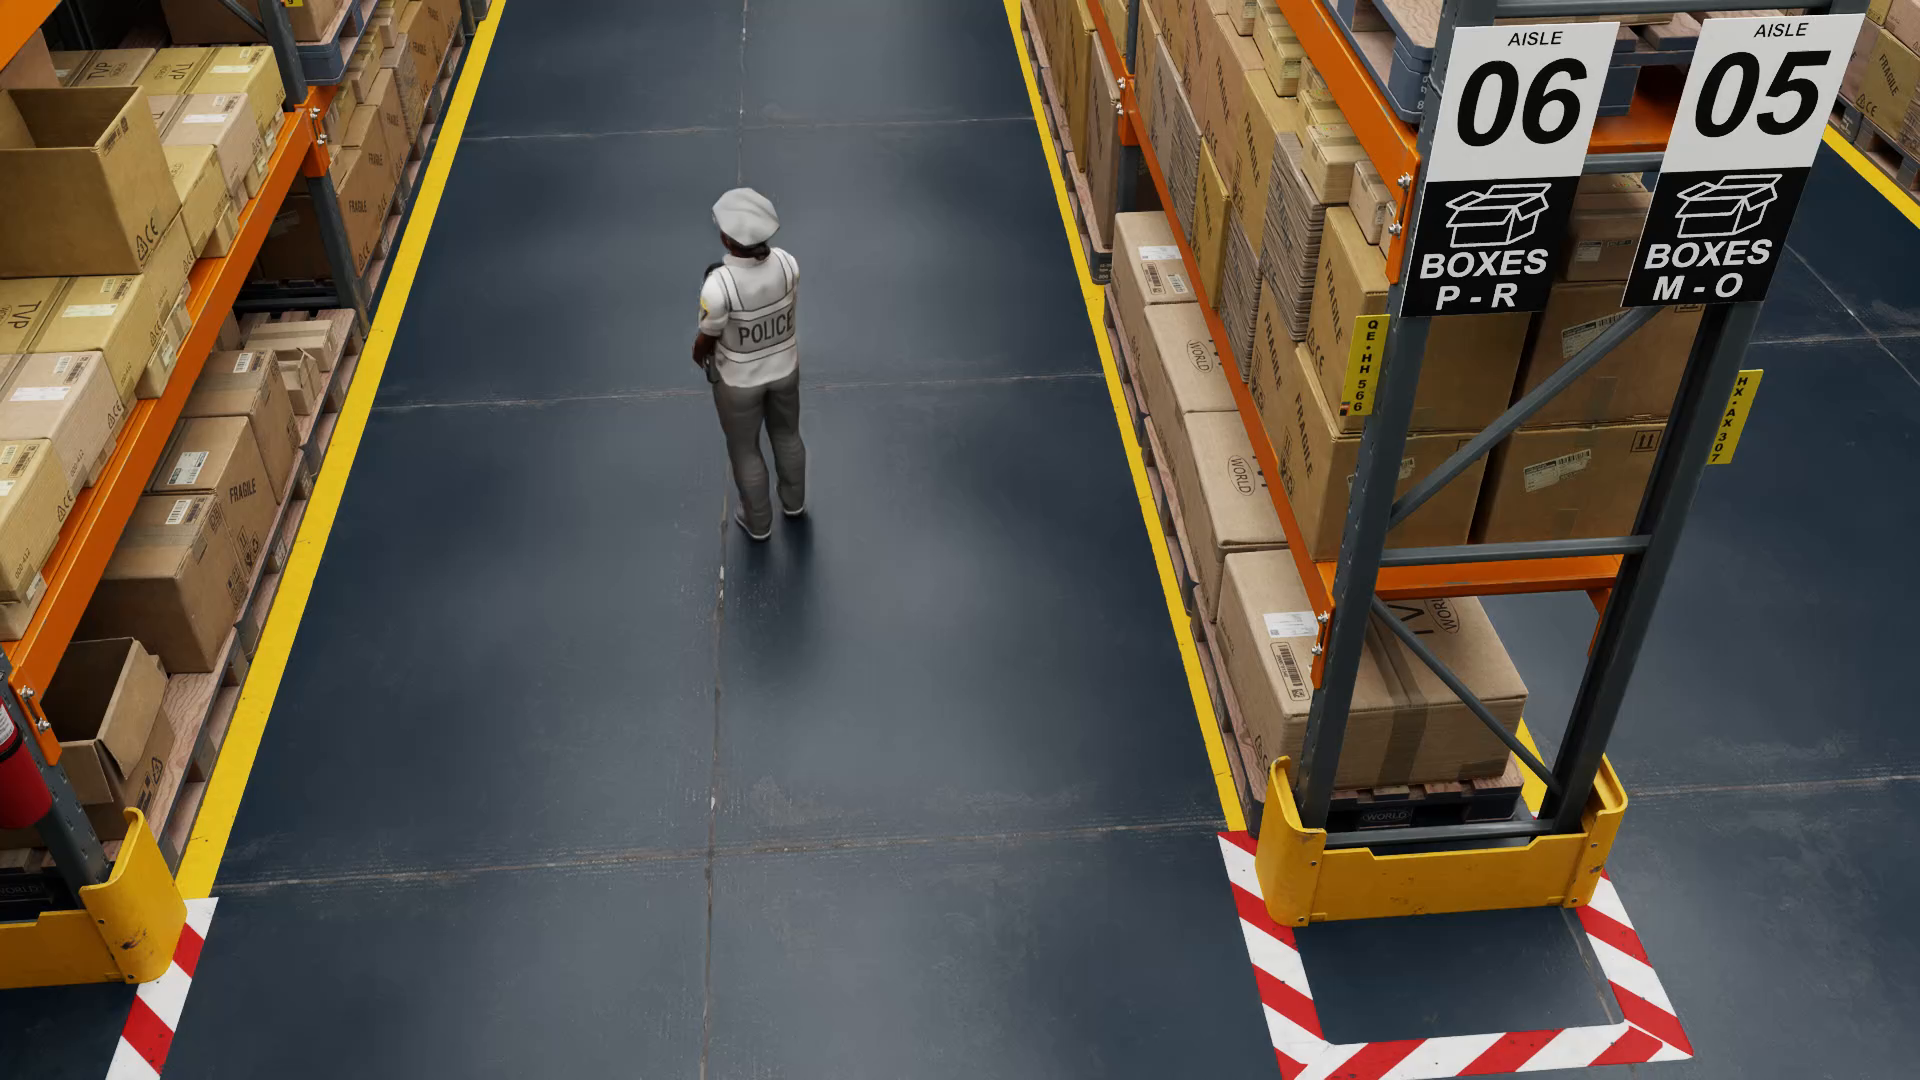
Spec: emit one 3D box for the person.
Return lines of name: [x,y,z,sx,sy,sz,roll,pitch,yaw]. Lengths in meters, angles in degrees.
person: [-0.865,-0.736,7.017,0.513,1.705,0.466,-26,46,-28]
